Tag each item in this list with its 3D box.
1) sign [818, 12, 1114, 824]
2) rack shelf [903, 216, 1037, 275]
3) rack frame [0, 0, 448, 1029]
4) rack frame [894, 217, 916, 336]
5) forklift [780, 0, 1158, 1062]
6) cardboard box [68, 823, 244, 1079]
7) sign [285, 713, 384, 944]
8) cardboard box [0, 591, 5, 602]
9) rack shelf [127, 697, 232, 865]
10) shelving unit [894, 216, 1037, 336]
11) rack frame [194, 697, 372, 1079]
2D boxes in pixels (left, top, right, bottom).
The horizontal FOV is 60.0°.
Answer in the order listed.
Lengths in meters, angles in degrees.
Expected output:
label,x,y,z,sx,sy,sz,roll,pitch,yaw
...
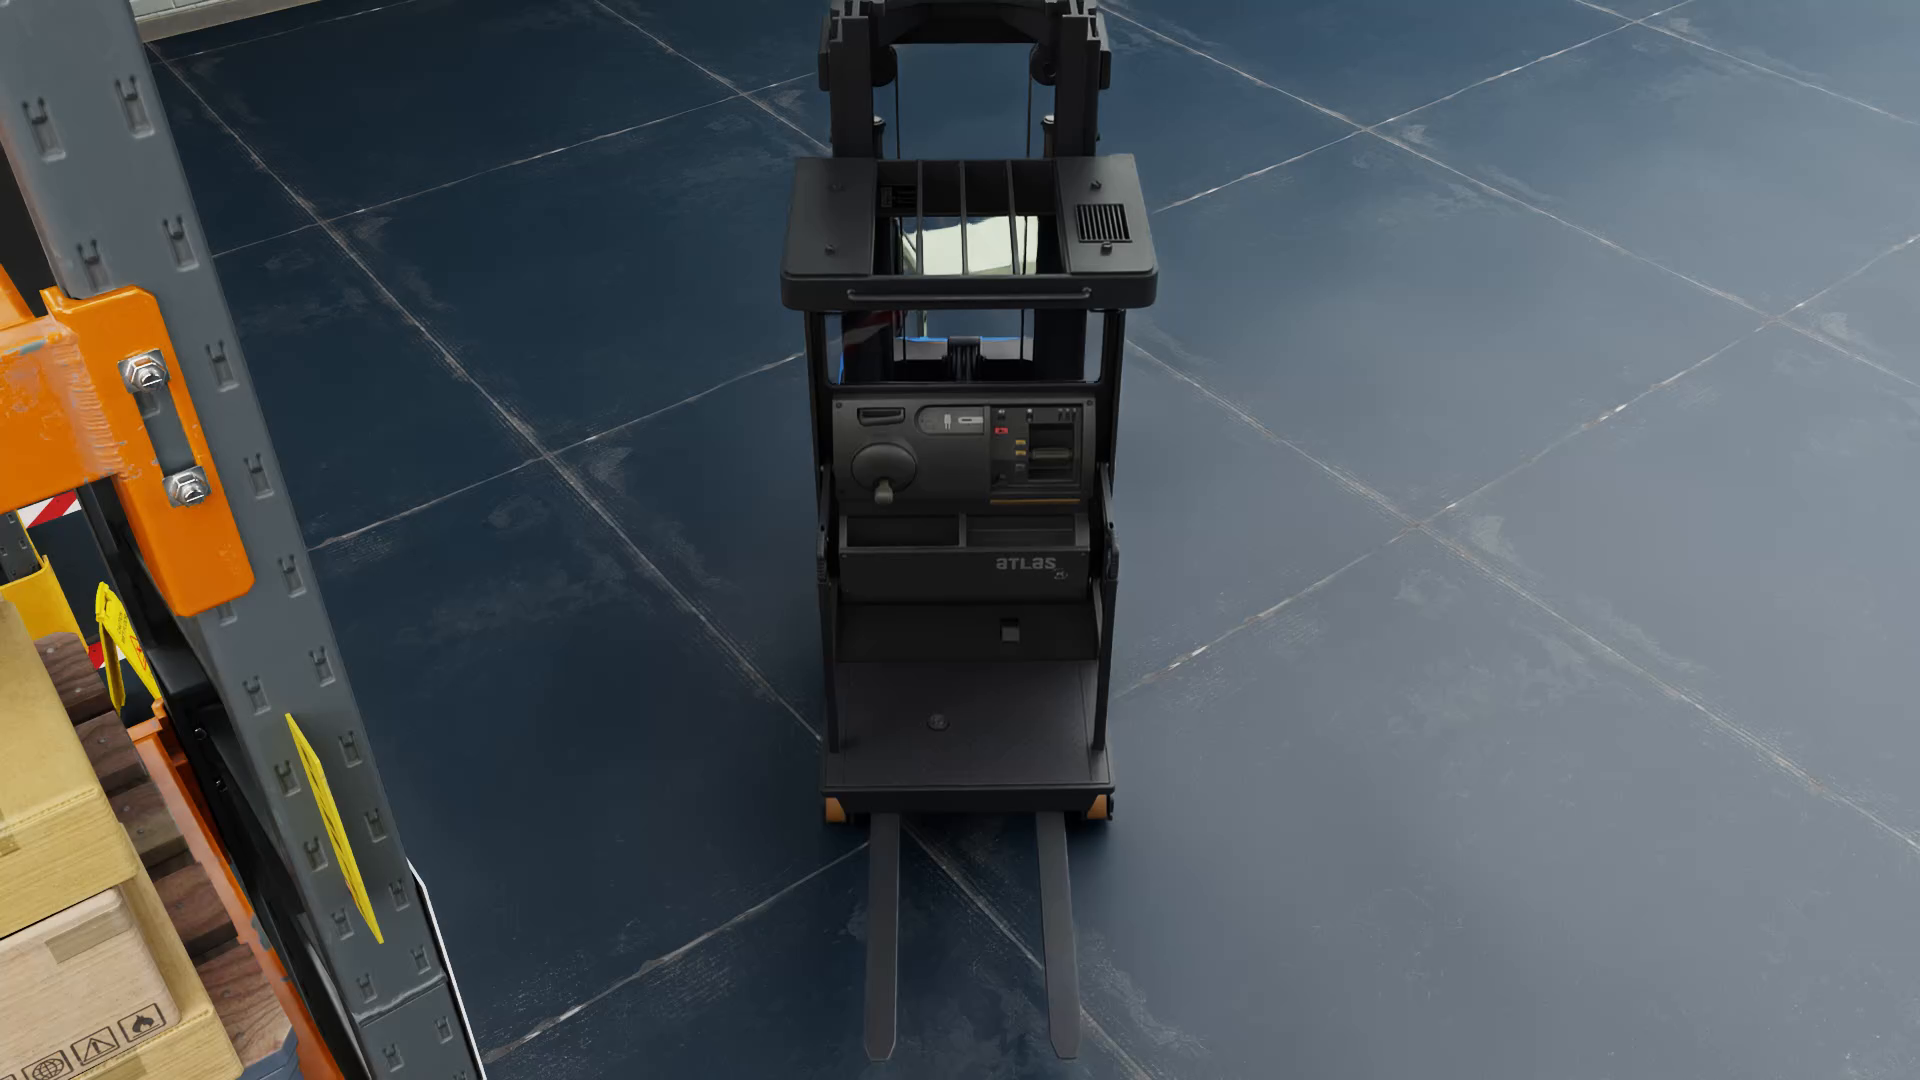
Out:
label,x,y,z,sx,sy,sz,roll,pitch,yaw
sign,0.012,-0.574,6.221,2.025,2.768,2.177,-26,46,-28
rack shelf,0.120,-1.250,7.322,0.686,0.124,0.368,-12,41,-14
rack frame,-1.057,-0.782,1.608,0.127,3.000,1.000,-26,46,-28
rack frame,-0.227,-0.800,7.543,0.010,1.308,0.380,-12,41,-14
forklift,0.016,-0.247,5.740,1.121,2.935,3.031,-1,39,-1
cardboard box,-1.114,0.573,2.109,0.250,0.149,0.380,-26,46,-28
sign,-0.738,0.345,1.964,0.005,0.325,0.100,-26,46,-28
cardboard box,-1.525,0.246,2.509,0.250,0.149,0.380,-26,46,-28
rack shelf,-2.643,1.429,1.845,4.000,0.370,1.077,-26,46,-28
shelving unit,0.115,-0.871,7.630,0.731,1.308,0.431,-12,41,-14
rack frame,-1.055,1.540,3.508,0.053,2.616,0.949,-26,46,-28
